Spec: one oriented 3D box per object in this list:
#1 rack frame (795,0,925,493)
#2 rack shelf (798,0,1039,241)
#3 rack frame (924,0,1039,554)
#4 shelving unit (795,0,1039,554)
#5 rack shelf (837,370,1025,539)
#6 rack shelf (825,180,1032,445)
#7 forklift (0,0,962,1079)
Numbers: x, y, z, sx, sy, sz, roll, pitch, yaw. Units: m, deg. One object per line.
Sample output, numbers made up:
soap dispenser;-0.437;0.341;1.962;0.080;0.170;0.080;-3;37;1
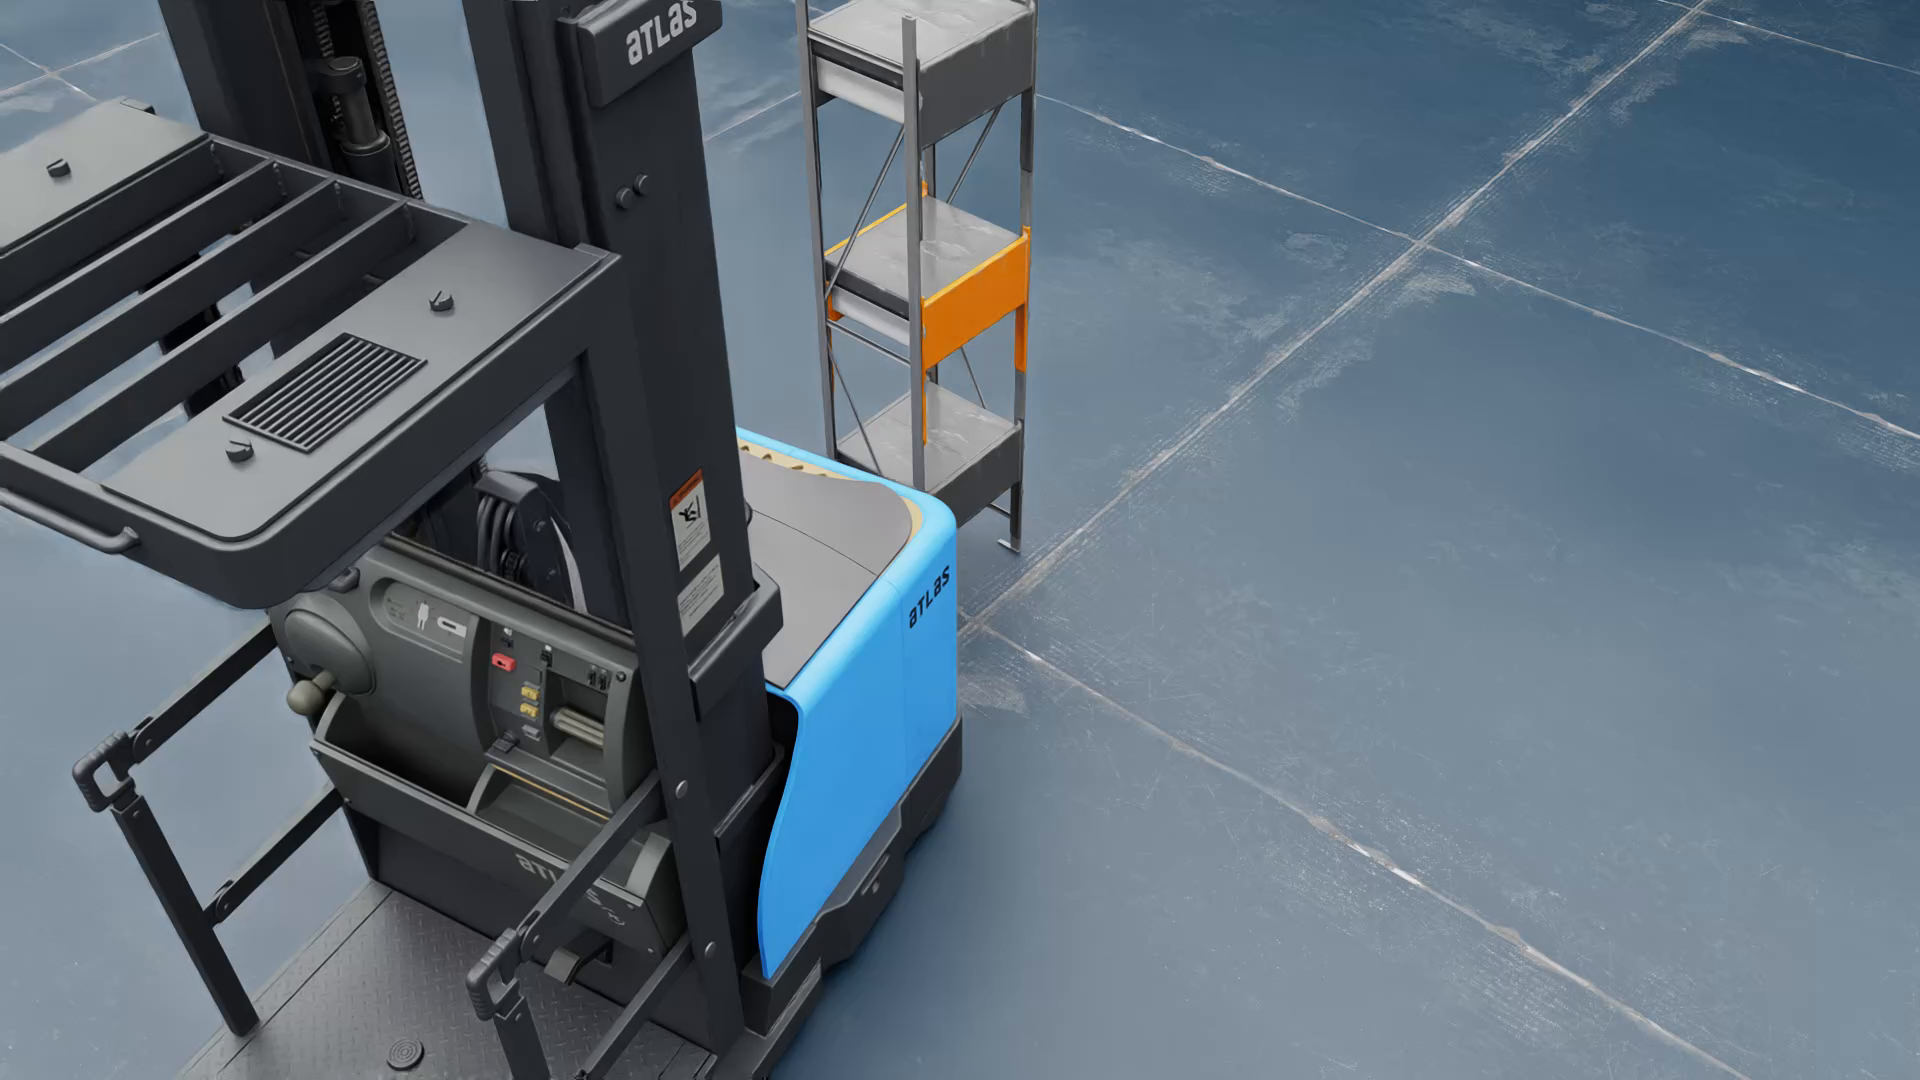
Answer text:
rack frame;-0.264;-0.566;4.812;0.400;2.100;0.015;29;50;28
rack shelf;-0.107;-1.199;4.488;0.431;0.518;0.480;29;50;28
rack frame;0.050;-0.817;5.088;0.400;2.100;0.015;29;50;28
shelving unit;-0.107;-0.692;4.950;0.431;2.100;0.503;29;50;28
rack shelf;-0.107;-0.164;5.430;0.431;0.518;0.480;29;50;28
rack shelf;-0.107;-0.682;4.959;0.431;0.518;0.480;29;50;28
forklift;-1.136;0.336;3.202;1.130;2.935;3.031;20;46;21
